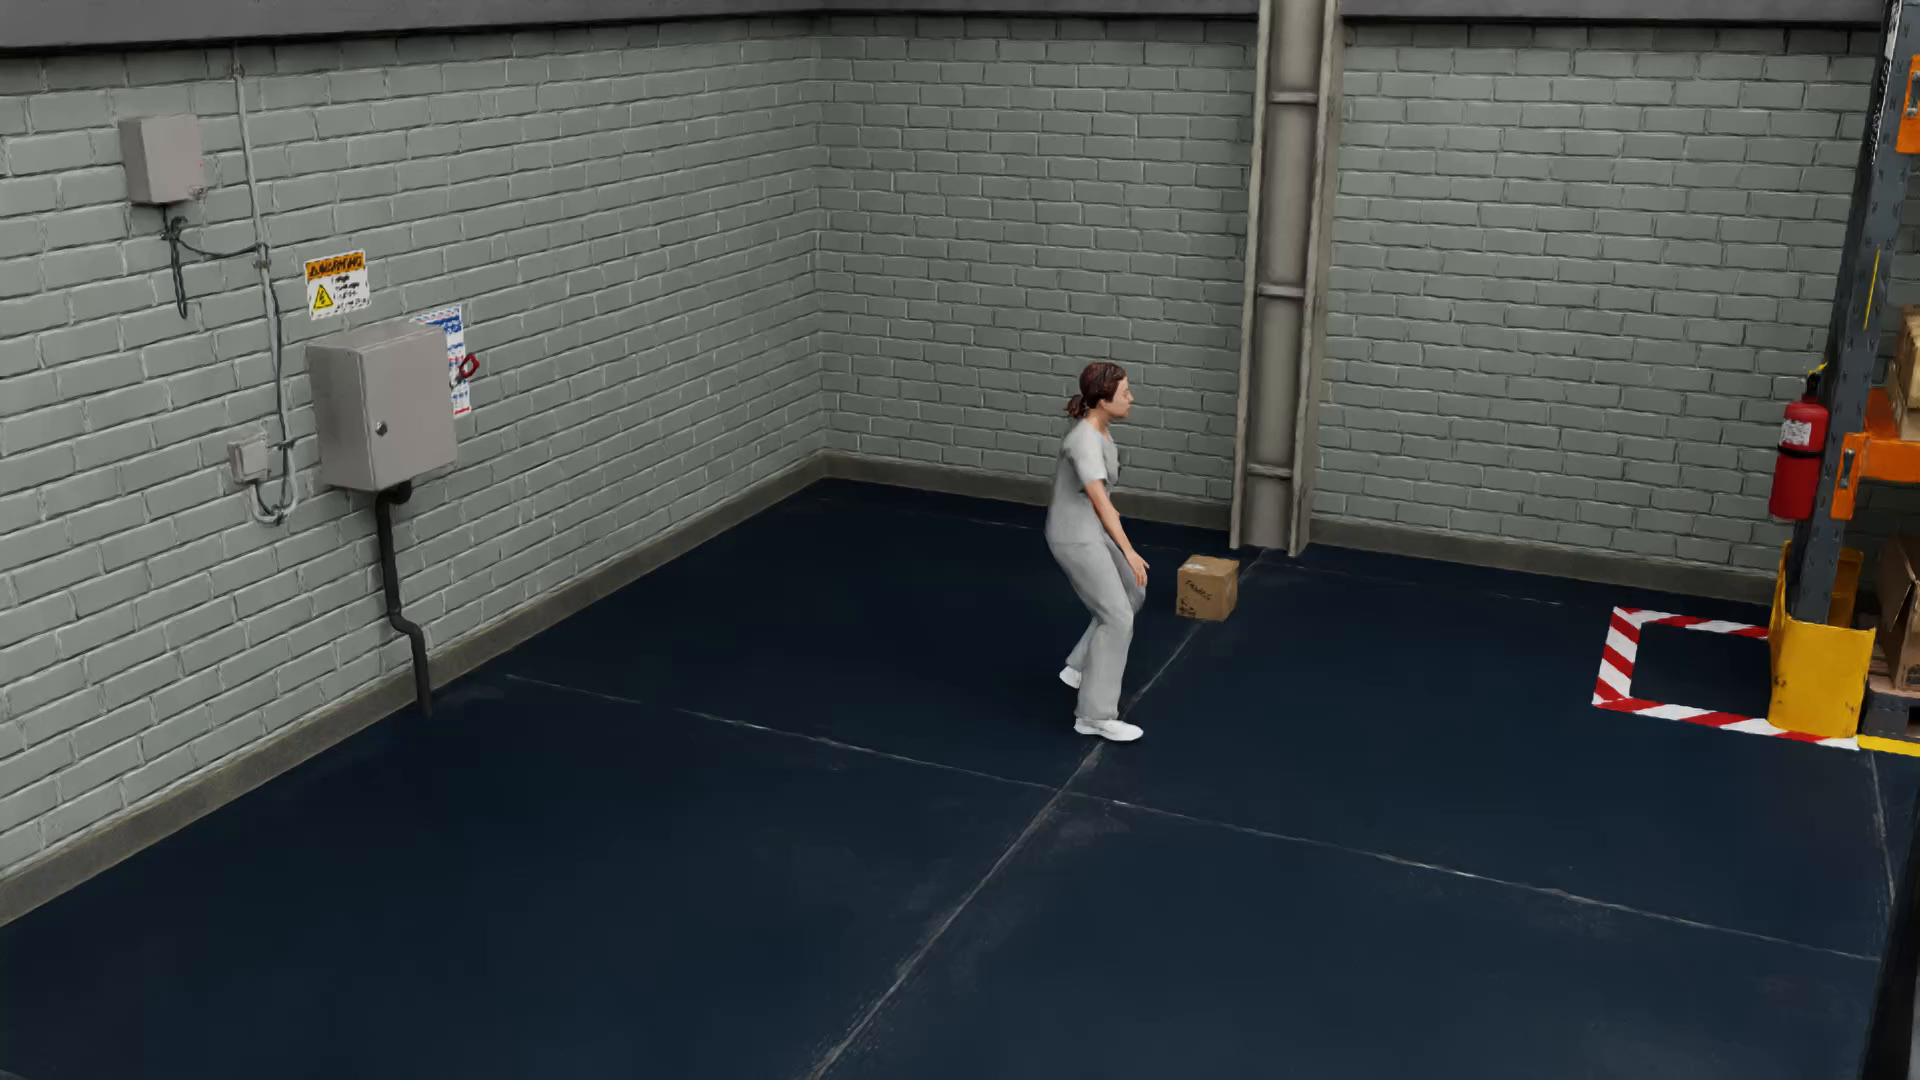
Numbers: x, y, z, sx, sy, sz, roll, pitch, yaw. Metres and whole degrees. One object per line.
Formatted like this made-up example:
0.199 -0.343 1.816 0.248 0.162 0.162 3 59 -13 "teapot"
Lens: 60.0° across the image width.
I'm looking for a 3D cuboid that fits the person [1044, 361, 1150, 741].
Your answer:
0.607 0.023 7.191 0.468 1.590 0.817 -1 19 -2 "person"
